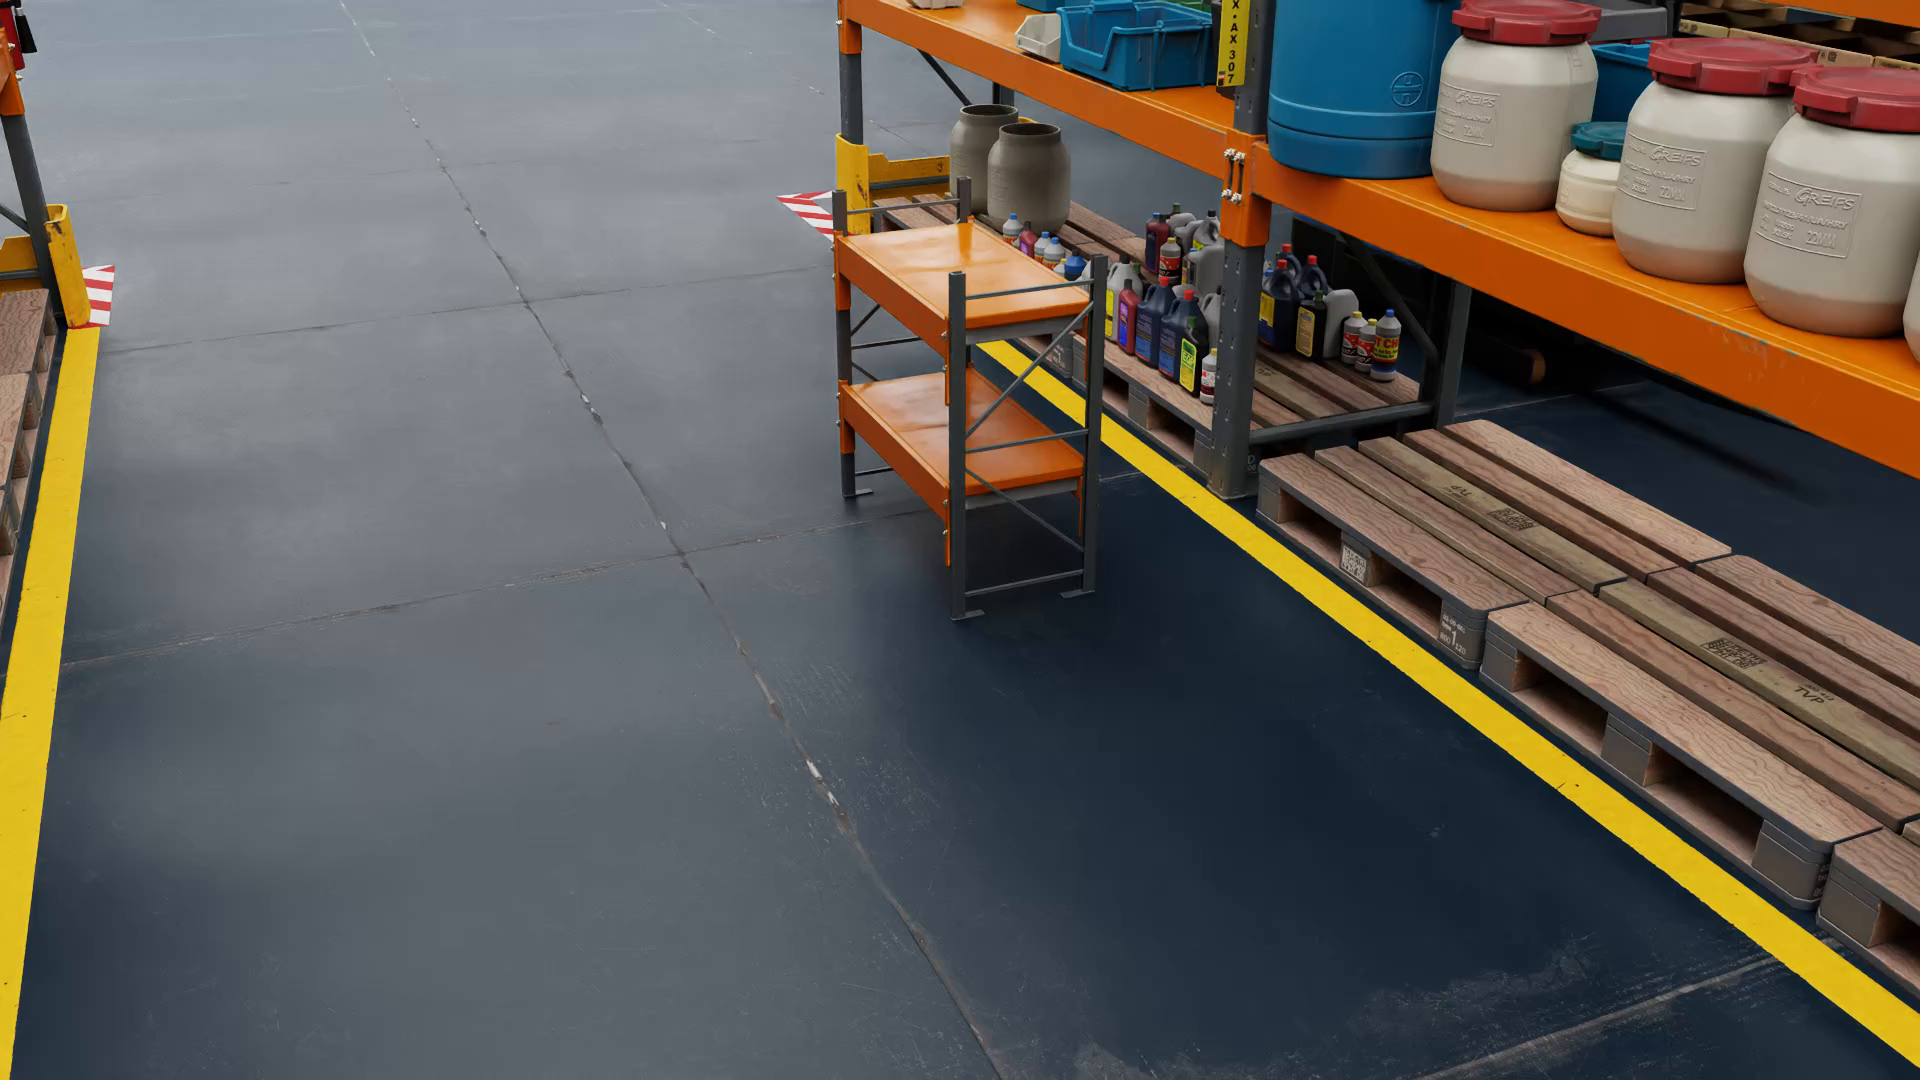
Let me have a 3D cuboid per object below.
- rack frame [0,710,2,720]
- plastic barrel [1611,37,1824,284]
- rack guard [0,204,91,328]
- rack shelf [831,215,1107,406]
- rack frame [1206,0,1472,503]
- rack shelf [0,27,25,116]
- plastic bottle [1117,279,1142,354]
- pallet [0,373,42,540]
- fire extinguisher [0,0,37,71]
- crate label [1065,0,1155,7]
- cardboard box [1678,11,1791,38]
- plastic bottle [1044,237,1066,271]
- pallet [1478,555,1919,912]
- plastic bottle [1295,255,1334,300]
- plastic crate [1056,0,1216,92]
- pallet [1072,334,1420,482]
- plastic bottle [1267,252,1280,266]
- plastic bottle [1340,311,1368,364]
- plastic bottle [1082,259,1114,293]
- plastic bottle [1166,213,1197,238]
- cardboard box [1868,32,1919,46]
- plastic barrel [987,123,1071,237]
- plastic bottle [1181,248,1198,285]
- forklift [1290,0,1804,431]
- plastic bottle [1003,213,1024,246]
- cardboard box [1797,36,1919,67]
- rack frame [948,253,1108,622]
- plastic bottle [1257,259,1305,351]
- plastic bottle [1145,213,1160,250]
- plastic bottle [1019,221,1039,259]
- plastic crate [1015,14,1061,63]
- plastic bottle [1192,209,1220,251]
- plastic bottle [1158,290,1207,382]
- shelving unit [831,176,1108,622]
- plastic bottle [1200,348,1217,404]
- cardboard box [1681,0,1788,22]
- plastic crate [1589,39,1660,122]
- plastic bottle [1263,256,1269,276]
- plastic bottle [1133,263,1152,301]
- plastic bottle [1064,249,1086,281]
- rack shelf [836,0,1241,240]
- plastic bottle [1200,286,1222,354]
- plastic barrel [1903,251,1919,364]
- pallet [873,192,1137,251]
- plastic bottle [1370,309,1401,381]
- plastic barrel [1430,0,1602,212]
[{"bbox_3d":[-3.166,-0.742,3.851,1.000,3.000,0.127,-11,28,-21],"label":"rack frame"},{"bbox_3d":[1.852,-0.934,4.089,0.433,0.535,0.433,0,26,0],"label":"plastic barrel"},{"bbox_3d":[-4.702,-1.203,7.644,1.175,0.500,0.348,-11,28,-21],"label":"rack guard"},{"bbox_3d":[0.003,-0.766,5.369,0.538,0.278,1.000,-11,28,-21],"label":"rack shelf"},{"bbox_3d":[1.392,-1.593,5.594,1.000,3.000,0.127,-11,28,-21],"label":"rack frame"},{"bbox_3d":[-3.949,-1.226,5.662,1.077,0.370,4.000,-11,28,-21],"label":"rack shelf"},{"bbox_3d":[0.697,-0.917,6.803,0.061,0.283,0.133,-9,27,-17],"label":"plastic bottle"},{"bbox_3d":[-3.943,-0.247,6.016,1.003,0.211,1.213,-11,28,-21],"label":"pallet"},{"bbox_3d":[-4.353,-2.447,7.432,0.296,0.674,0.183,-11,28,-21],"label":"fire extinguisher"},{"bbox_3d":[0.795,-2.527,7.467,0.502,0.435,0.616,-11,28,-21],"label":"crate label"},{"bbox_3d":[4.587,-2.891,10.053,0.500,0.500,0.500,-11,28,-21],"label":"cardboard box"},{"bbox_3d":[0.422,-1.215,7.428,0.097,0.271,0.097,0,26,0],"label":"plastic bottle"},{"bbox_3d":[2.217,0.464,4.560,1.003,0.211,1.213,-11,28,-21],"label":"pallet"},{"bbox_3d":[1.457,-0.997,6.892,0.144,0.351,0.185,-10,28,-19],"label":"plastic bottle"},{"bbox_3d":[0.709,-1.926,6.446,0.499,0.251,0.616,-11,28,-21],"label":"plastic crate"},{"bbox_3d":[1.167,-0.618,6.775,1.003,0.211,1.213,-11,28,-21],"label":"pallet"},{"bbox_3d":[1.357,-1.117,7.214,0.061,0.283,0.133,-9,28,-18],"label":"plastic bottle"},{"bbox_3d":[1.591,-0.819,6.697,0.097,0.201,0.097,0,26,0],"label":"plastic bottle"},{"bbox_3d":[0.613,-1.051,7.087,0.152,0.276,0.135,-10,28,-20],"label":"plastic bottle"},{"bbox_3d":[1.021,-1.409,7.820,0.152,0.276,0.135,-10,28,-20],"label":"plastic bottle"},{"bbox_3d":[5.468,-2.579,9.413,0.500,0.500,0.500,-11,28,-21],"label":"cardboard box"},{"bbox_3d":[0.350,-1.824,8.423,0.421,0.512,0.421,0,26,0],"label":"plastic barrel"},{"bbox_3d":[1.050,-1.215,7.507,0.097,0.201,0.097,0,26,0],"label":"plastic bottle"},{"bbox_3d":[2.749,-2.184,6.883,1.130,2.935,3.031,-11,28,-22],"label":"forklift"},{"bbox_3d":[0.249,-1.394,7.794,0.097,0.271,0.097,0,26,0],"label":"plastic bottle"},{"bbox_3d":[4.975,-2.487,9.225,0.500,0.500,0.500,-11,28,-21],"label":"cardboard box"},{"bbox_3d":[0.202,-0.298,5.077,0.500,1.125,0.032,-11,28,-21],"label":"rack frame"},{"bbox_3d":[1.325,-0.973,6.841,0.144,0.351,0.185,-11,28,-21],"label":"plastic bottle"},{"bbox_3d":[0.948,-1.482,8.054,0.097,0.201,0.097,0,26,0],"label":"plastic bottle"},{"bbox_3d":[0.320,-1.305,7.598,0.061,0.283,0.133,-10,28,-20],"label":"plastic bottle"},{"bbox_3d":[0.523,-2.086,6.905,0.530,0.136,0.437,-11,28,-21],"label":"plastic crate"},{"bbox_3d":[1.144,-1.320,7.553,0.144,0.351,0.185,-9,28,-18],"label":"plastic bottle"},{"bbox_3d":[0.874,-0.811,6.509,0.144,0.351,0.185,-11,28,-22],"label":"plastic bottle"},{"bbox_3d":[0.003,-0.503,5.498,0.538,1.125,1.048,-11,28,-21],"label":"shelving unit"},{"bbox_3d":[0.963,-0.626,6.301,0.097,0.201,0.097,0,26,0],"label":"plastic bottle"},{"bbox_3d":[4.868,-3.182,10.649,0.500,0.500,0.500,-11,28,-21],"label":"cardboard box"},{"bbox_3d":[2.110,-1.194,4.795,0.392,0.384,0.575,-11,28,-21],"label":"plastic crate"},{"bbox_3d":[1.292,-1.091,7.174,0.097,0.271,0.097,0,26,0],"label":"plastic bottle"},{"bbox_3d":[0.757,-1.016,7.007,0.061,0.283,0.133,-11,28,-21],"label":"plastic bottle"},{"bbox_3d":[0.501,-1.133,7.261,0.097,0.271,0.097,0,26,0],"label":"plastic bottle"},{"bbox_3d":[0.609,-2.077,7.405,1.077,0.370,4.000,-11,28,-21],"label":"rack shelf"},{"bbox_3d":[1.007,-0.835,6.560,0.144,0.351,0.185,-11,28,-21],"label":"plastic bottle"},{"bbox_3d":[2.194,-0.577,3.385,0.421,0.512,0.421,0,26,0],"label":"plastic barrel"},{"bbox_3d":[0.212,-1.603,8.793,1.003,0.211,1.213,-11,28,-21],"label":"pallet"},{"bbox_3d":[1.670,-0.769,6.513,0.097,0.271,0.097,0,26,0],"label":"plastic bottle"},{"bbox_3d":[1.565,-1.230,4.696,0.433,0.535,0.433,0,26,0],"label":"plastic barrel"}]
